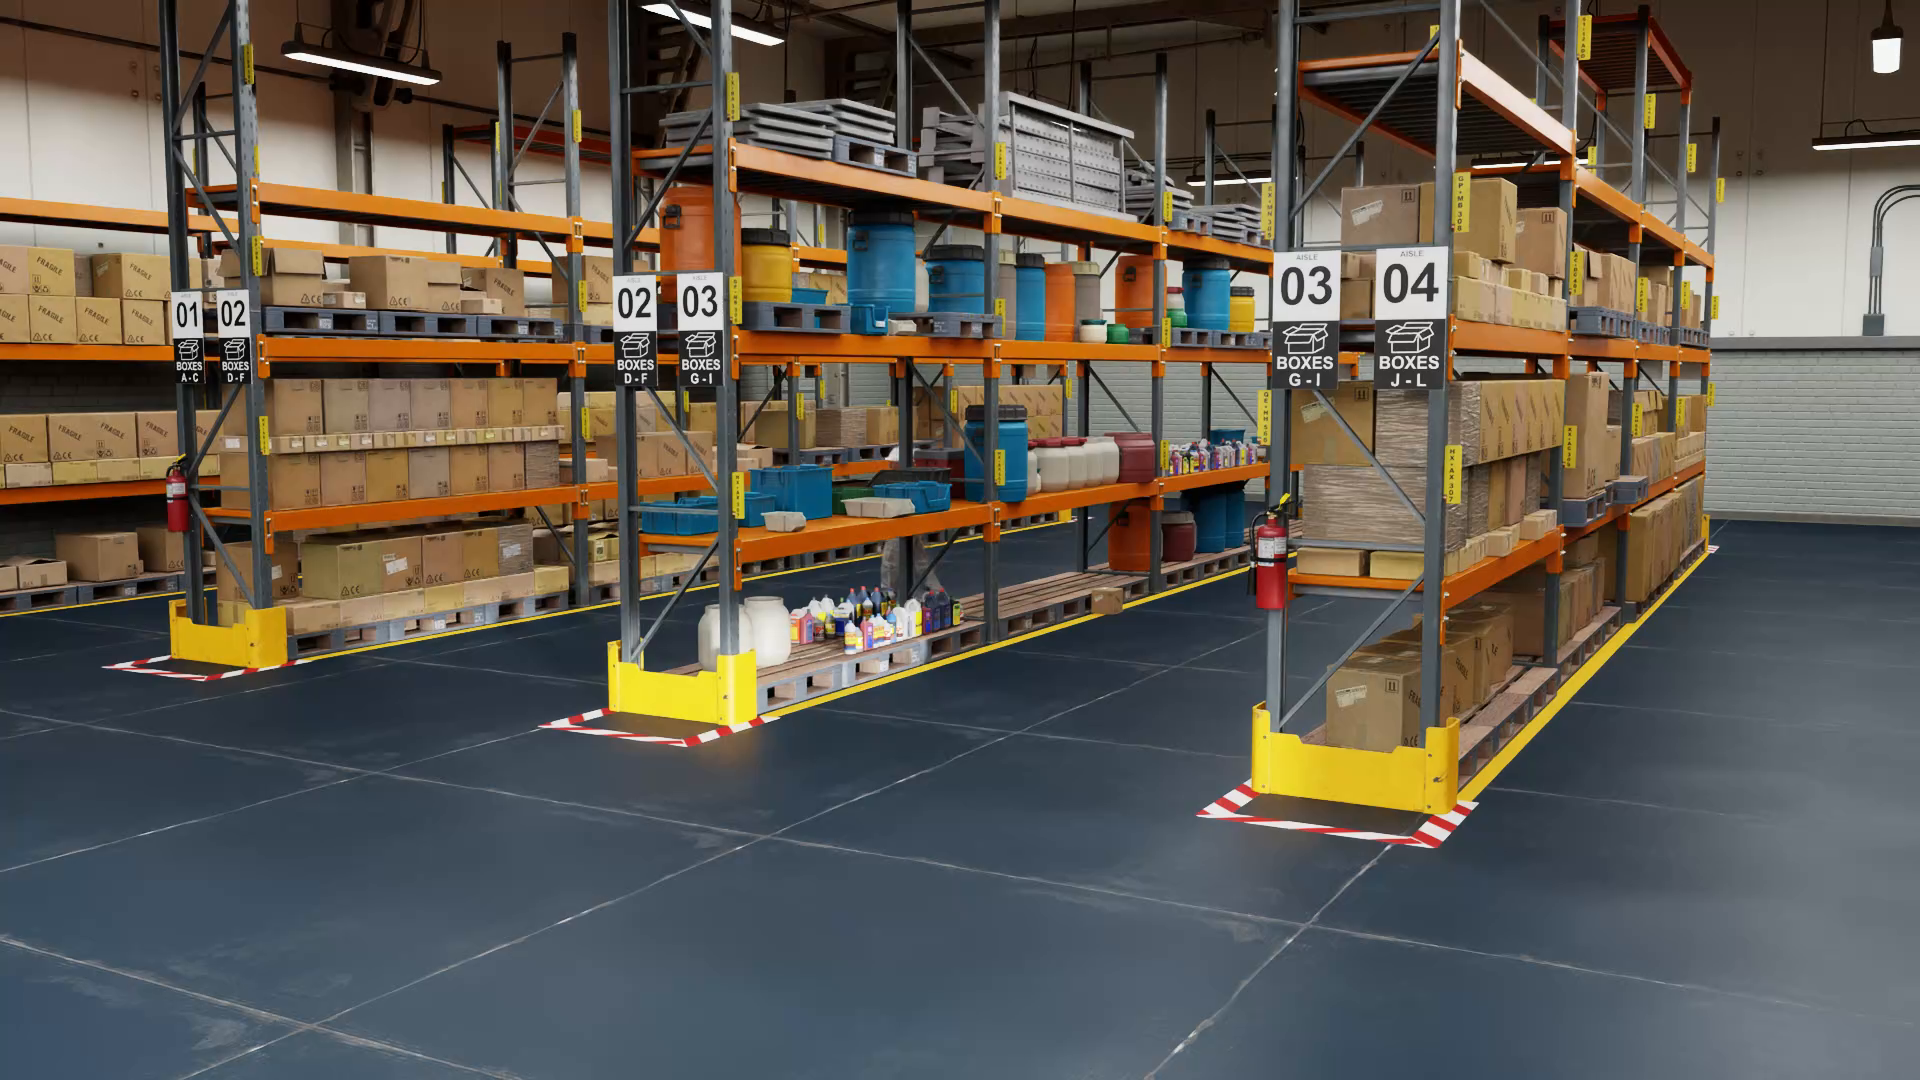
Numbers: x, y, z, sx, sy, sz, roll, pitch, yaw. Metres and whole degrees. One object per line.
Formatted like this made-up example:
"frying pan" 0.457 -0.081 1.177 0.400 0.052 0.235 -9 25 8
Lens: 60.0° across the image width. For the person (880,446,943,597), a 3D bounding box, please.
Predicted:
"person" -0.586 -0.080 16.931 0.959 1.749 0.577 3 6 24
